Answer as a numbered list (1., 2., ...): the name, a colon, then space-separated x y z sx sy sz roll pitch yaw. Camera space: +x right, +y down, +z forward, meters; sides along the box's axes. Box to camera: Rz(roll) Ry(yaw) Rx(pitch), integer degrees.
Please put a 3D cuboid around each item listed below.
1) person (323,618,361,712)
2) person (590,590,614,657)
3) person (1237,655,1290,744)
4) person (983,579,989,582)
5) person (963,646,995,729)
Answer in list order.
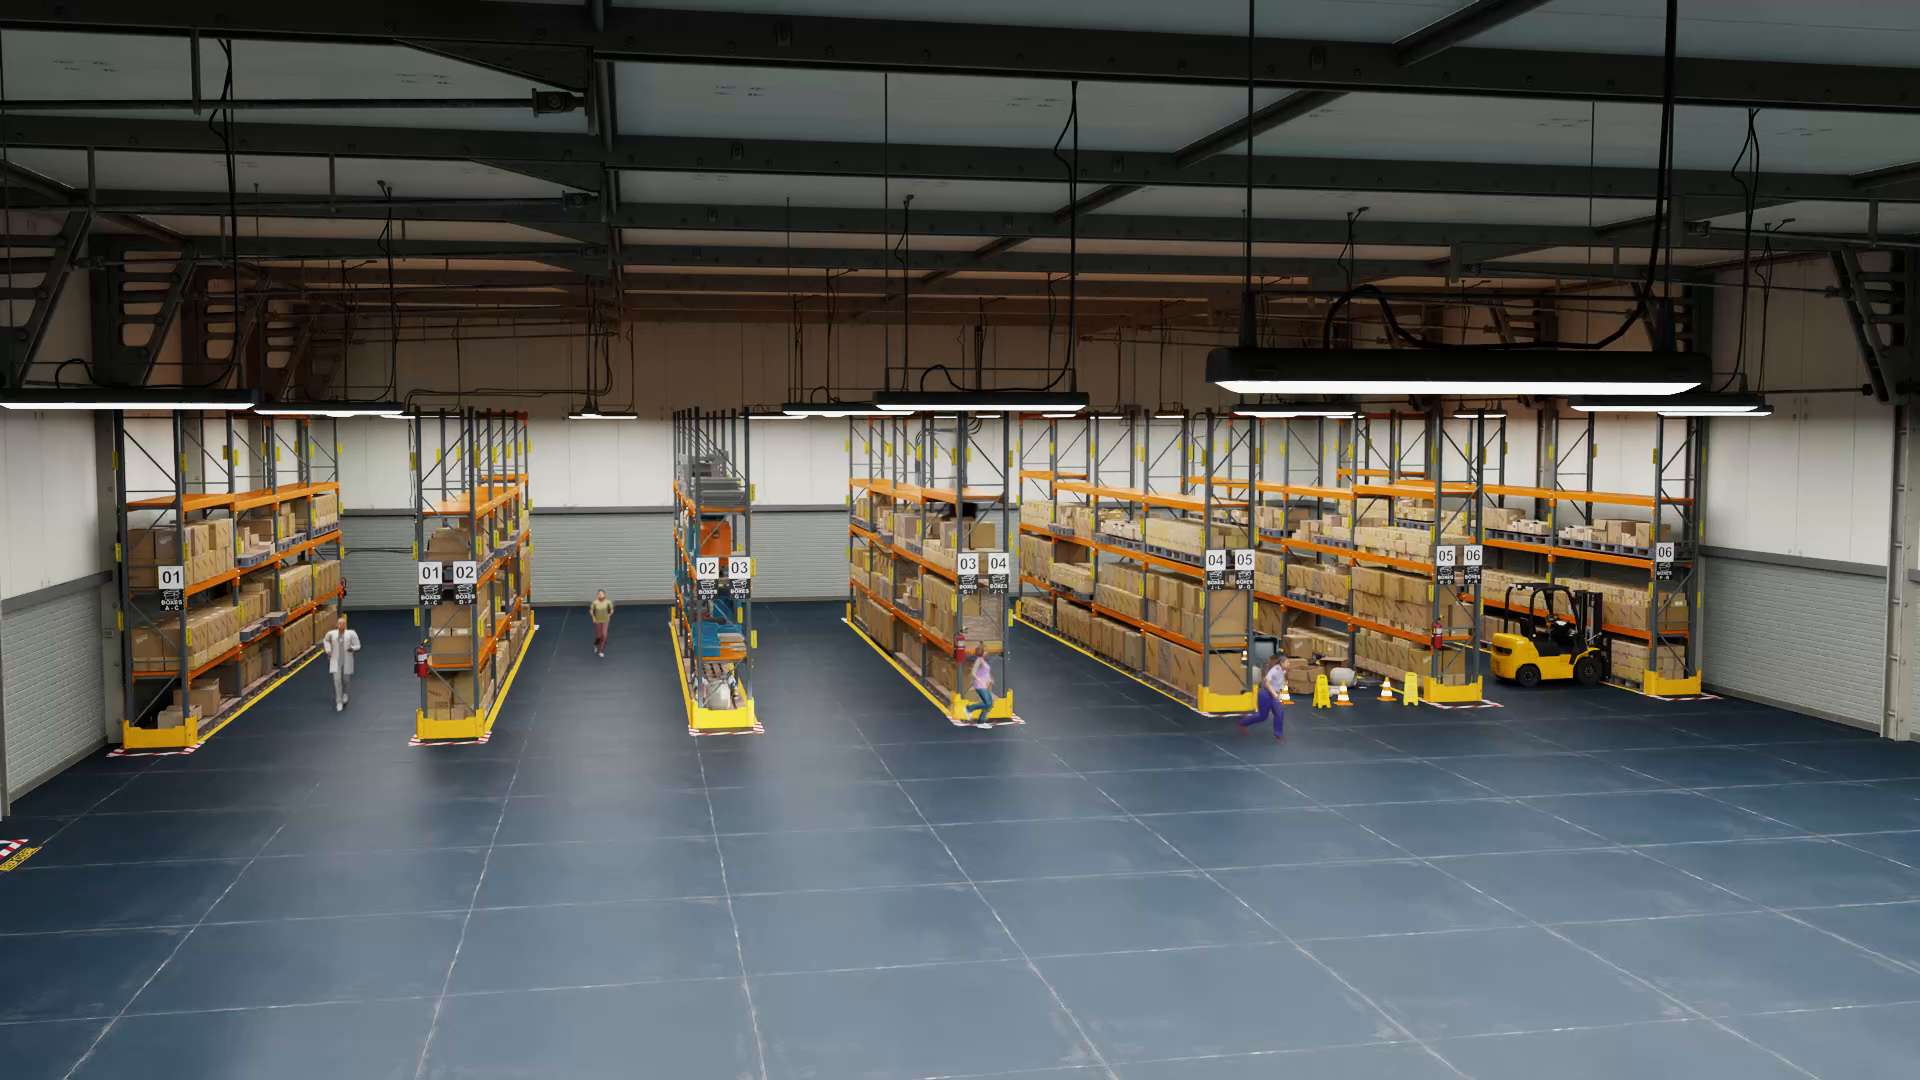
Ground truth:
1. person: -12.354 2.456 33.255 0.705 1.802 1.046 -1 4 -20
2. person: -8.733 2.025 40.616 0.570 1.637 0.564 -1 4 -16
3. person: 5.442 2.844 29.779 0.951 1.611 0.629 2 4 22
4. person: 0.725 1.468 48.471 0.643 1.618 0.509 2 4 21
5. person: 0.354 2.745 31.054 0.553 1.556 0.538 1 4 14
